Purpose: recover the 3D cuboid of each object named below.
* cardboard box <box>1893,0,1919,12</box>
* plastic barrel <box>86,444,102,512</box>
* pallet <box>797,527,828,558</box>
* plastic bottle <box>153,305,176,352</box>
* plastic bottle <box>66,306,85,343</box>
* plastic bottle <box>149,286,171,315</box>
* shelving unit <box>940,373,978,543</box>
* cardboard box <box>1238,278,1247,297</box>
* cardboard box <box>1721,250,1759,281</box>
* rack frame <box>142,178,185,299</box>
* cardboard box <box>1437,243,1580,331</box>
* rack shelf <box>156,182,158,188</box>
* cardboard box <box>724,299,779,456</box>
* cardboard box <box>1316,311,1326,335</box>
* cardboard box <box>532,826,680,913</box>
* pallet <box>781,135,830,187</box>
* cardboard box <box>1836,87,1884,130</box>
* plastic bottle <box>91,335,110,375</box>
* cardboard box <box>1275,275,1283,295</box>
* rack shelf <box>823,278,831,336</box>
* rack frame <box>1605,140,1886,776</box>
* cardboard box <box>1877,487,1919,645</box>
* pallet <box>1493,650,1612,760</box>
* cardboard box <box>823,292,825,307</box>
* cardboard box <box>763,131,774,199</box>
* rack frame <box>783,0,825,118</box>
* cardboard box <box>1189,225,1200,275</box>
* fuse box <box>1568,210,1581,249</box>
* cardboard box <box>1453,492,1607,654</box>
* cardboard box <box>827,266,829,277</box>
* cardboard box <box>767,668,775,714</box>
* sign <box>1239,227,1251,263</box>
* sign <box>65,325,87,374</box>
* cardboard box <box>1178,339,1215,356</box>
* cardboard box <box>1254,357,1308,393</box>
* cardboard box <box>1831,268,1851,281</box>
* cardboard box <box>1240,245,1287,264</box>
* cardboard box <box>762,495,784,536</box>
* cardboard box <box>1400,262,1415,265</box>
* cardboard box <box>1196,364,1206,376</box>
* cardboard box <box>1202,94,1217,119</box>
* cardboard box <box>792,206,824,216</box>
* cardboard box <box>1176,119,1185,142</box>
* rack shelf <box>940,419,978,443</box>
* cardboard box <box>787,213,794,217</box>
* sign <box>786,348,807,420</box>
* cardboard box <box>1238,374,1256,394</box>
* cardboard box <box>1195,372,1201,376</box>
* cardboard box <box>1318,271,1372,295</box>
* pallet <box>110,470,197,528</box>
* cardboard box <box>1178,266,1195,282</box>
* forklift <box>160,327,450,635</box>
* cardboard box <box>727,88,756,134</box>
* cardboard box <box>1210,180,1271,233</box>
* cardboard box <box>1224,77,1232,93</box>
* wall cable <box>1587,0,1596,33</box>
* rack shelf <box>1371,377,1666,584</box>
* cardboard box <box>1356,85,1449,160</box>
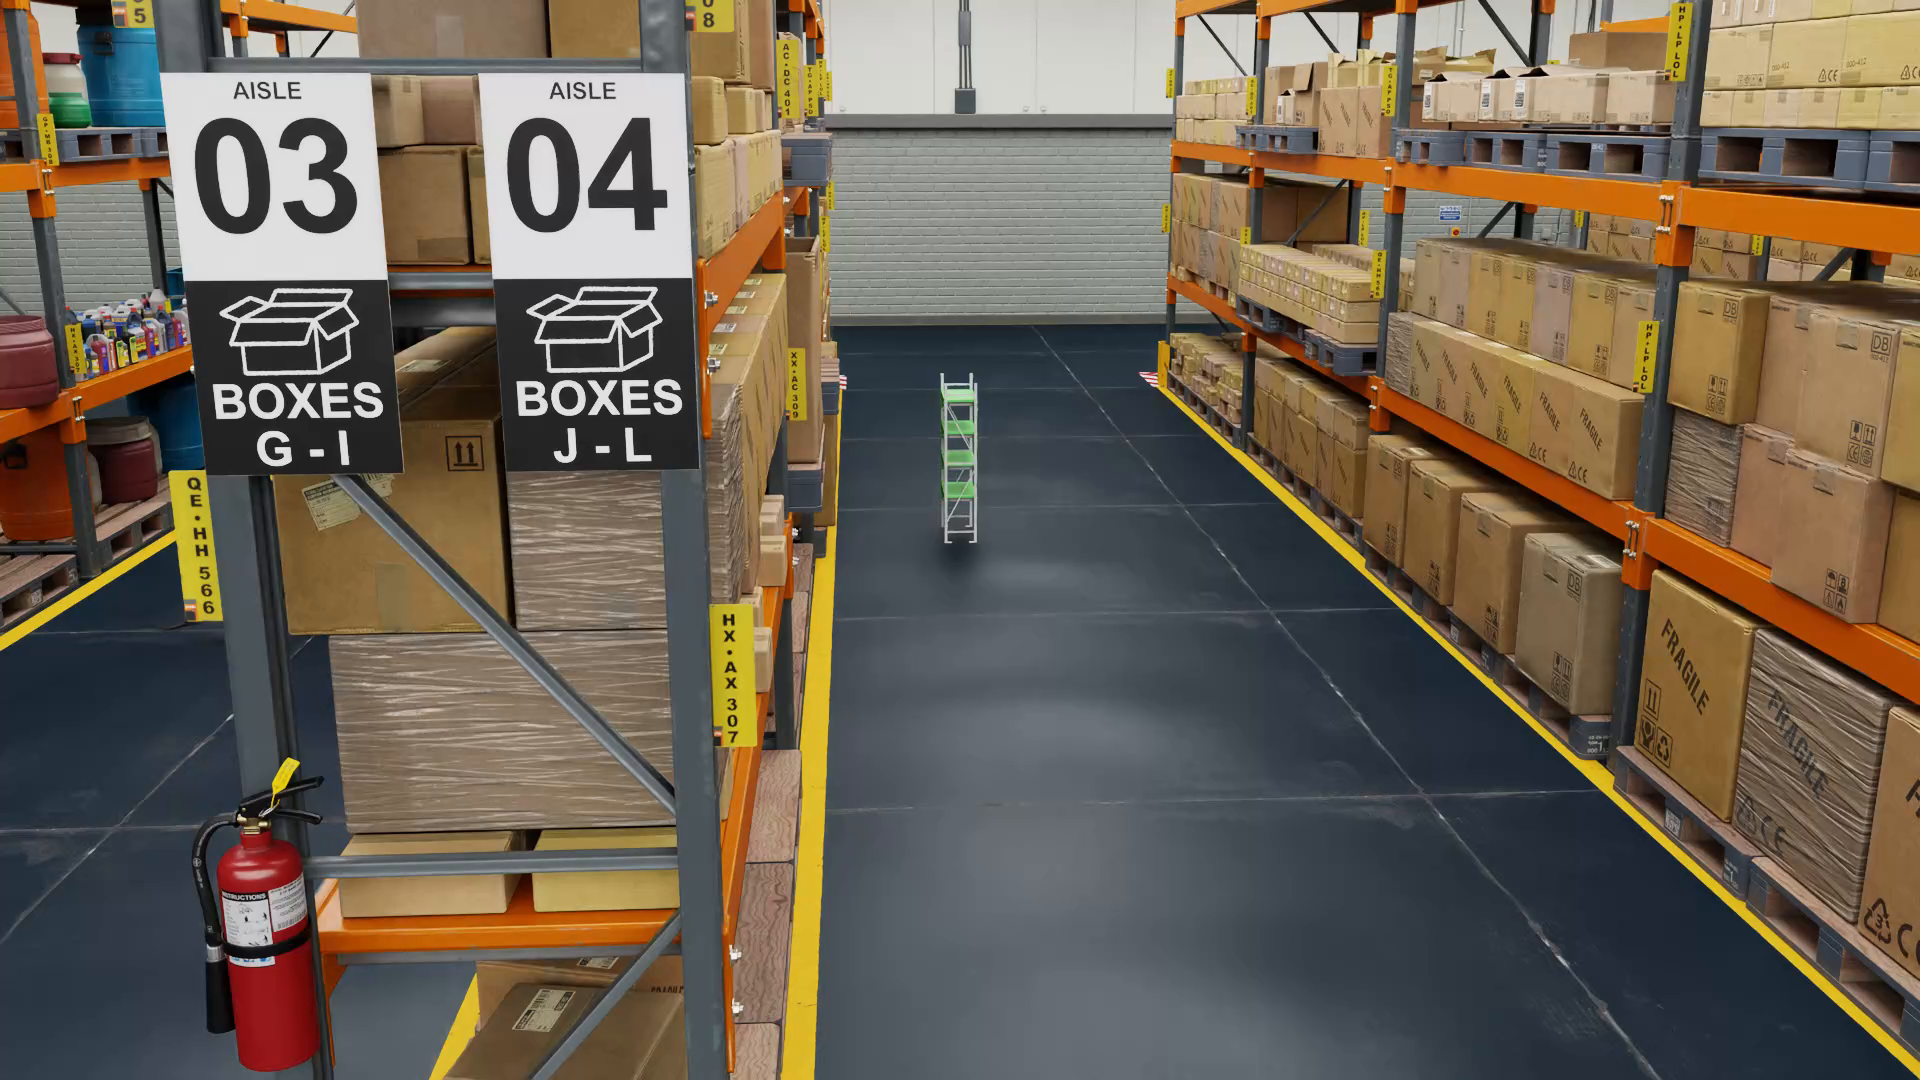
[{"bbox_3d":[3.435,-1.879,5.649,0.380,0.149,0.250,-1,14,-4],"label":"cardboard box"},{"bbox_3d":[-6.648,-0.448,12.398,0.421,0.512,0.421,0,14,0],"label":"plastic barrel"},{"bbox_3d":[-1.507,-0.112,12.539,1.003,0.211,1.213,-1,14,-3],"label":"pallet"},{"bbox_3d":[-6.273,-1.662,13.067,0.144,0.351,0.185,-1,14,-3],"label":"plastic bottle"},{"bbox_3d":[-6.986,-1.663,13.068,0.144,0.351,0.185,-1,14,-3],"label":"plastic bottle"},{"bbox_3d":[-7.024,-2.057,14.602,0.144,0.351,0.185,-1,14,-3],"label":"plastic bottle"},{"bbox_3d":[-0.010,-0.622,12.537,0.258,1.200,0.503,-1,14,-3],"label":"shelving unit"},{"bbox_3d":[2.741,-2.288,15.062,0.380,0.149,0.250,-2,15,-6],"label":"cardboard box"},{"bbox_3d":[7.826,-2.573,16.306,0.500,0.500,0.500,-1,14,-3],"label":"cardboard box"},{"bbox_3d":[-6.724,-2.184,14.994,1.000,3.000,0.127,-1,14,-3],"label":"rack frame"},{"bbox_3d":[3.474,-1.612,10.565,0.700,0.500,0.500,-1,14,-4],"label":"cardboard box"},{"bbox_3d":[-6.848,-3.785,16.643,1.077,0.370,4.000,-1,14,-3],"label":"rack shelf"},{"bbox_3d":[-0.921,-0.591,5.999,0.500,0.500,0.500,-1,14,-3],"label":"cardboard box"},{"bbox_3d":[2.904,-1.640,12.542,0.380,0.149,0.250,-1,14,-2],"label":"cardboard box"},{"bbox_3d":[-0.817,0.771,4.013,0.380,0.149,0.250,-1,14,-3],"label":"cardboard box"},{"bbox_3d":[-1.217,-1.788,7.811,1.213,0.211,1.003,-1,14,-3],"label":"pallet"},{"bbox_3d":[3.420,-1.556,5.996,0.380,0.149,0.250,-1,14,-4],"label":"cardboard box"},{"bbox_3d":[-6.156,-1.328,11.900,0.061,0.283,0.133,-1,14,-3],"label":"plastic bottle"},{"bbox_3d":[2.827,-2.106,13.757,0.380,0.149,0.250,-1,14,-4],"label":"cardboard box"},{"bbox_3d":[-1.905,-2.409,17.314,1.077,0.370,4.000,-1,14,-3],"label":"rack shelf"},{"bbox_3d":[3.671,-0.322,7.758,1.000,3.000,0.127,-1,14,-3],"label":"rack frame"},{"bbox_3d":[3.812,0.100,5.818,0.875,0.550,0.500,-1,14,-3],"label":"cardboard box"},{"bbox_3d":[3.548,0.838,8.847,1.003,0.211,1.213,-1,14,-3],"label":"pallet"},{"bbox_3d":[-1.484,-2.283,15.882,0.380,0.149,0.250,-1,14,-5],"label":"cardboard box"},{"bbox_3d":[-0.975,-1.411,6.273,0.500,0.250,0.500,-1,14,-2],"label":"cardboard box"},{"bbox_3d":[-2.029,-6.160,18.410,1.000,3.000,0.127,-1,14,-3],"label":"rack frame"},{"bbox_3d":[2.756,-3.128,17.868,0.500,0.500,0.500,-1,14,-3],"label":"cardboard box"},{"bbox_3d":[9.595,-4.182,25.347,0.539,1.711,0.414,-1,14,-3],"label":"fuse box"},{"bbox_3d":[3.487,0.171,9.514,1.050,0.750,0.750,-1,14,-3],"label":"cardboard box"},{"bbox_3d":[-1.660,-2.985,18.613,0.380,0.149,0.250,-1,14,-3],"label":"cardboard box"},{"bbox_3d":[-1.302,0.574,8.410,0.700,0.500,0.500,-2,15,-8],"label":"cardboard box"},{"bbox_3d":[2.635,-2.721,15.343,0.100,0.325,0.005,-1,14,-3],"label":"sign"},{"bbox_3d":[-5.928,-1.278,11.147,0.100,0.325,0.005,-1,14,-3],"label":"sign"},{"bbox_3d":[2.646,-2.150,18.549,0.380,0.149,0.250,-1,14,-4],"label":"cardboard box"},{"bbox_3d":[2.958,-1.480,14.927,0.500,0.250,0.500,-2,15,-6],"label":"cardboard box"},{"bbox_3d":[7.921,-2.214,14.408,0.500,0.250,0.500,-1,14,-3],"label":"cardboard box"},{"bbox_3d":[2.741,-2.576,14.988,0.380,0.149,0.250,0,14,-1],"label":"cardboard box"},{"bbox_3d":[-0.979,-0.100,7.400,0.380,0.149,0.250,-1,14,-3],"label":"cardboard box"},{"bbox_3d":[3.505,-2.132,13.258,0.380,0.149,0.250,0,14,-2],"label":"cardboard box"},{"bbox_3d":[2.787,-1.881,18.097,0.380,0.149,0.250,-2,15,-6],"label":"cardboard box"},{"bbox_3d":[2.781,-4.434,17.018,0.500,0.250,0.500,-1,14,-6],"label":"cardboard box"},{"bbox_3d":[-1.615,-3.070,16.637,0.500,0.500,0.500,-1,14,-5],"label":"cardboard box"},{"bbox_3d":[2.701,-4.571,18.553,0.500,0.250,0.500,0,14,-1],"label":"cardboard box"},{"bbox_3d":[-0.010,-0.793,12.493,0.258,0.148,0.480,-1,14,-3],"label":"rack shelf"},{"bbox_3d":[-1.702,-2.465,13.873,0.797,0.503,0.637,-1,14,-3],"label":"cardboard box"},{"bbox_3d":[-0.744,-0.700,7.491,0.100,0.325,0.005,-1,14,-3],"label":"sign"},{"bbox_3d":[2.894,-1.507,16.048,0.380,0.149,0.250,0,14,-2],"label":"cardboard box"},{"bbox_3d":[2.778,-1.741,18.153,0.380,0.149,0.250,-1,14,-3],"label":"cardboard box"},{"bbox_3d":[2.906,-1.929,12.472,0.380,0.149,0.250,0,14,-2],"label":"cardboard box"},{"bbox_3d":[-6.640,-0.337,13.411,1.003,0.211,1.213,-1,14,-3],"label":"pallet"},{"bbox_3d":[2.641,-2.969,18.549,0.380,0.149,0.250,-1,14,-5],"label":"cardboard box"},{"bbox_3d":[-3.667,-0.993,10.503,1.130,2.935,3.031,7,16,26],"label":"forklift"},{"bbox_3d":[-0.890,-1.440,5.583,0.380,0.149,0.250,0,14,-1],"label":"cardboard box"},{"bbox_3d":[2.822,-3.357,16.750,0.500,0.500,0.500,-1,14,-2],"label":"cardboard box"},{"bbox_3d":[2.811,-4.460,16.317,0.380,0.149,0.250,-1,15,-6],"label":"cardboard box"},{"bbox_3d":[10.762,-7.786,24.655,2.988,3.039,0.133,-1,14,-3],"label":"wall cable"},{"bbox_3d":[3.547,-0.471,9.781,1.077,0.370,4.000,-1,14,-3],"label":"rack shelf"},{"bbox_3d":[3.135,-2.956,11.775,0.500,0.500,0.500,-1,14,-3],"label":"cardboard box"}]
